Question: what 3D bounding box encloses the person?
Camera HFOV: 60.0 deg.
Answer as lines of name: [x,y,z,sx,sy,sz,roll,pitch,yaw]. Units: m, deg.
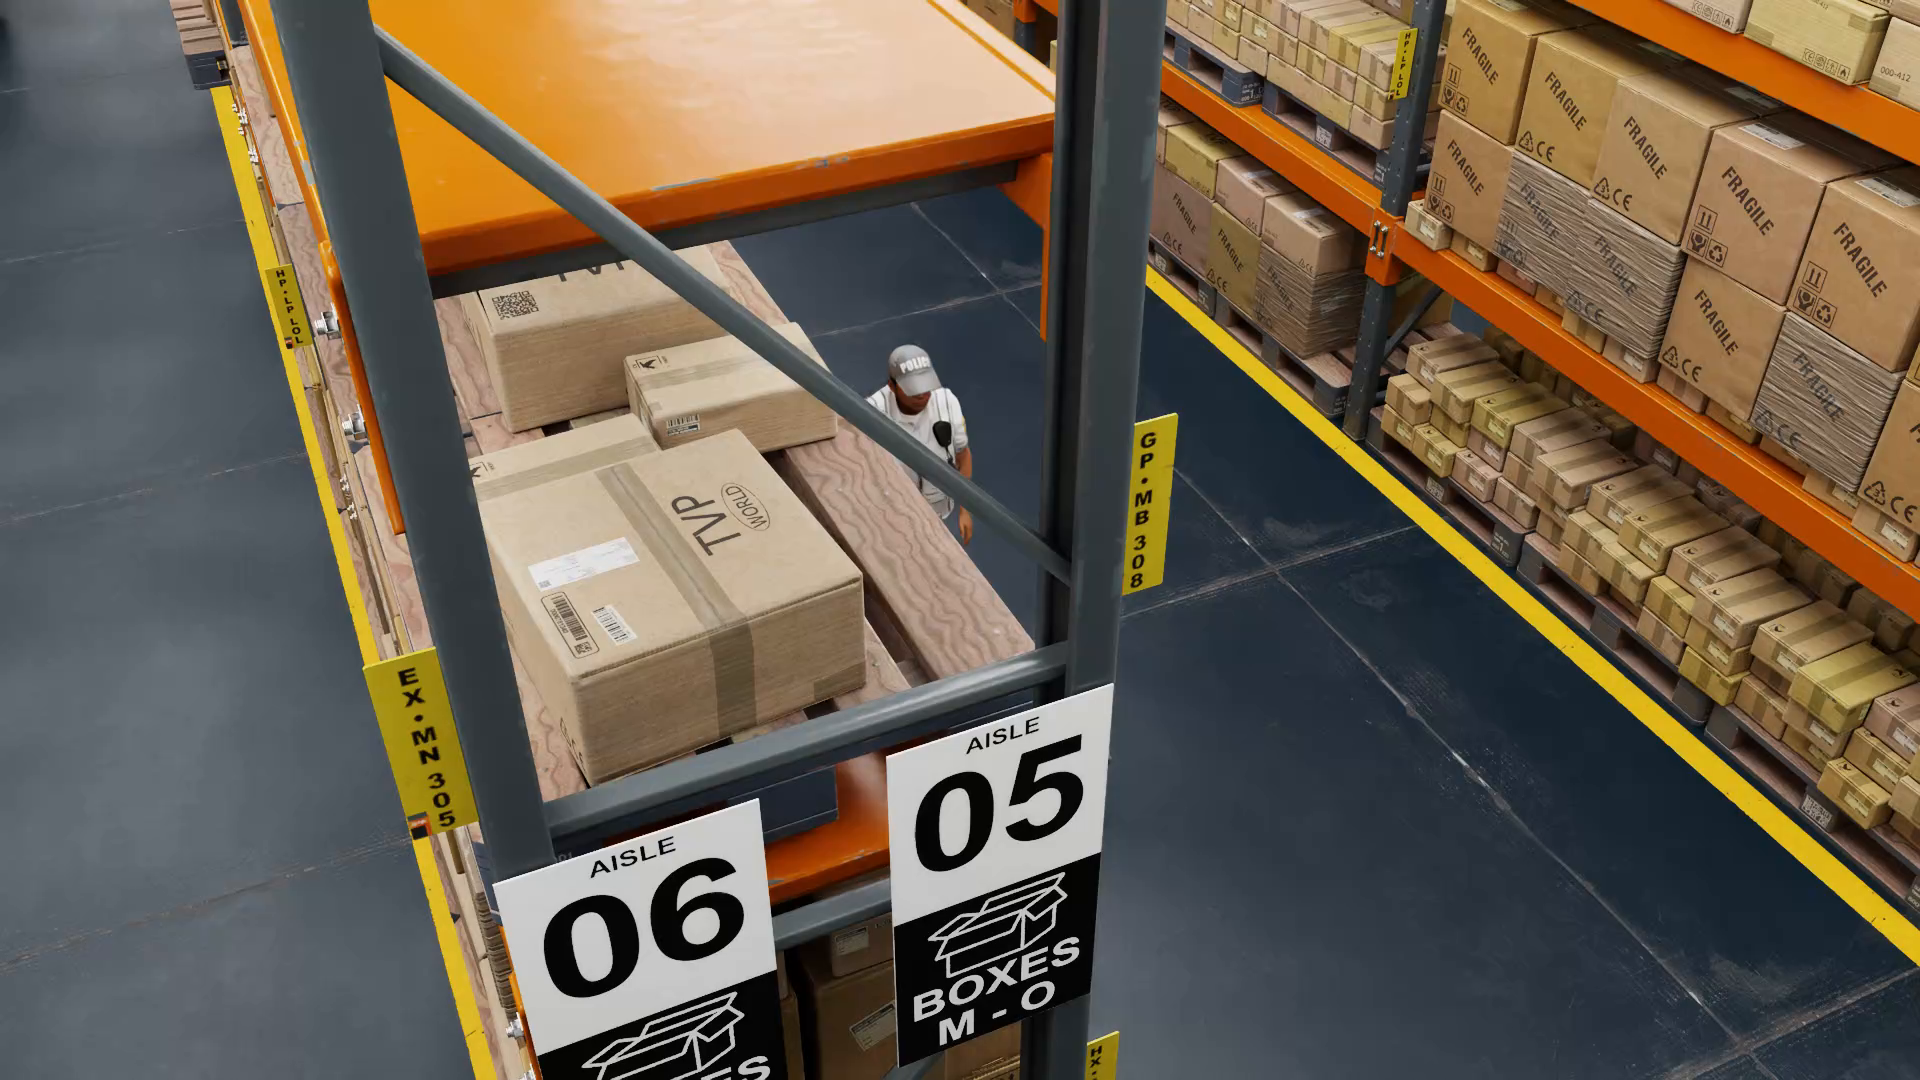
person: [-0.195,-0.146,7.049,0.499,1.595,1.039,-15,40,-19]
